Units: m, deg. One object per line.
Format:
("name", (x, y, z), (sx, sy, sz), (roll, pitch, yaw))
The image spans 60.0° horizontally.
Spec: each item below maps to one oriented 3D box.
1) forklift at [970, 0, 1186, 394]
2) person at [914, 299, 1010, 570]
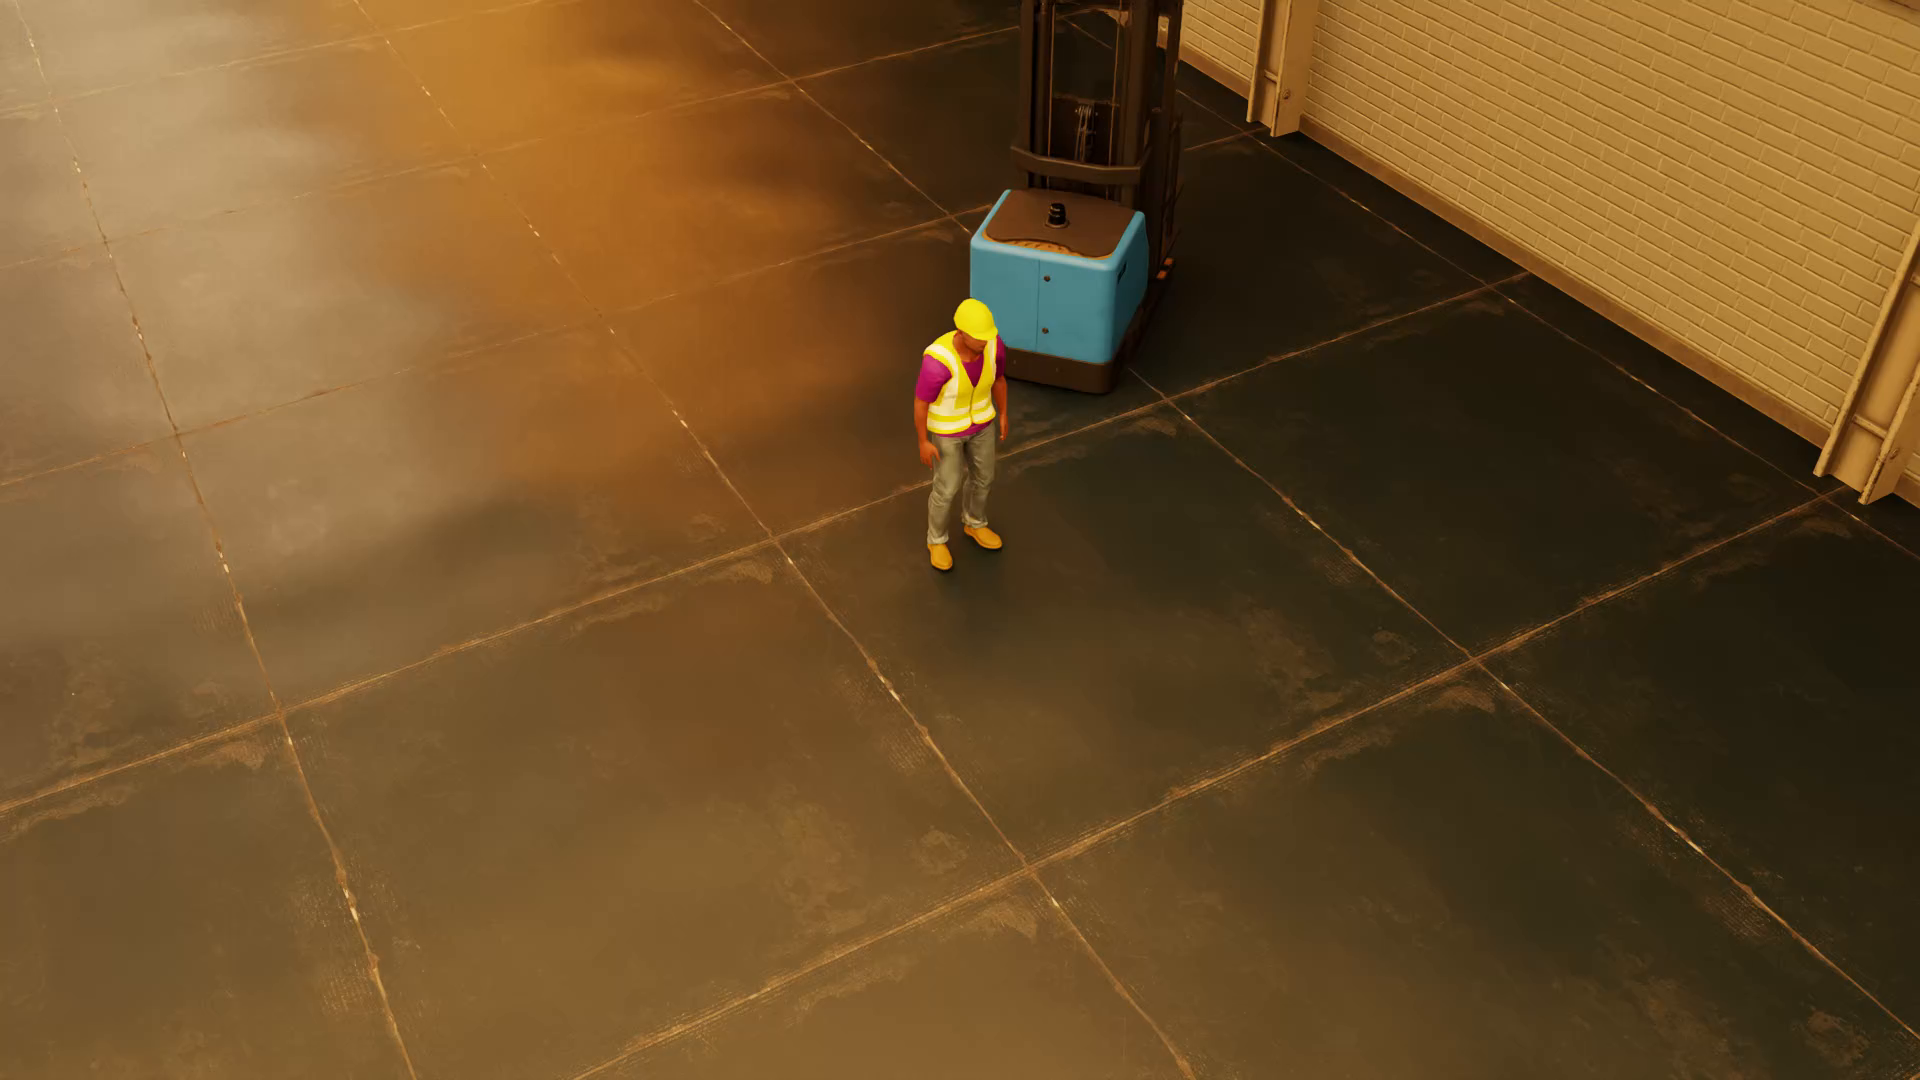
("forklift", (1.020, -3.082, 11.751), (1.130, 2.935, 3.031), (13, 41, 15))
("person", (0.027, -0.657, 9.748), (0.626, 1.760, 0.460), (-22, 44, -24))
